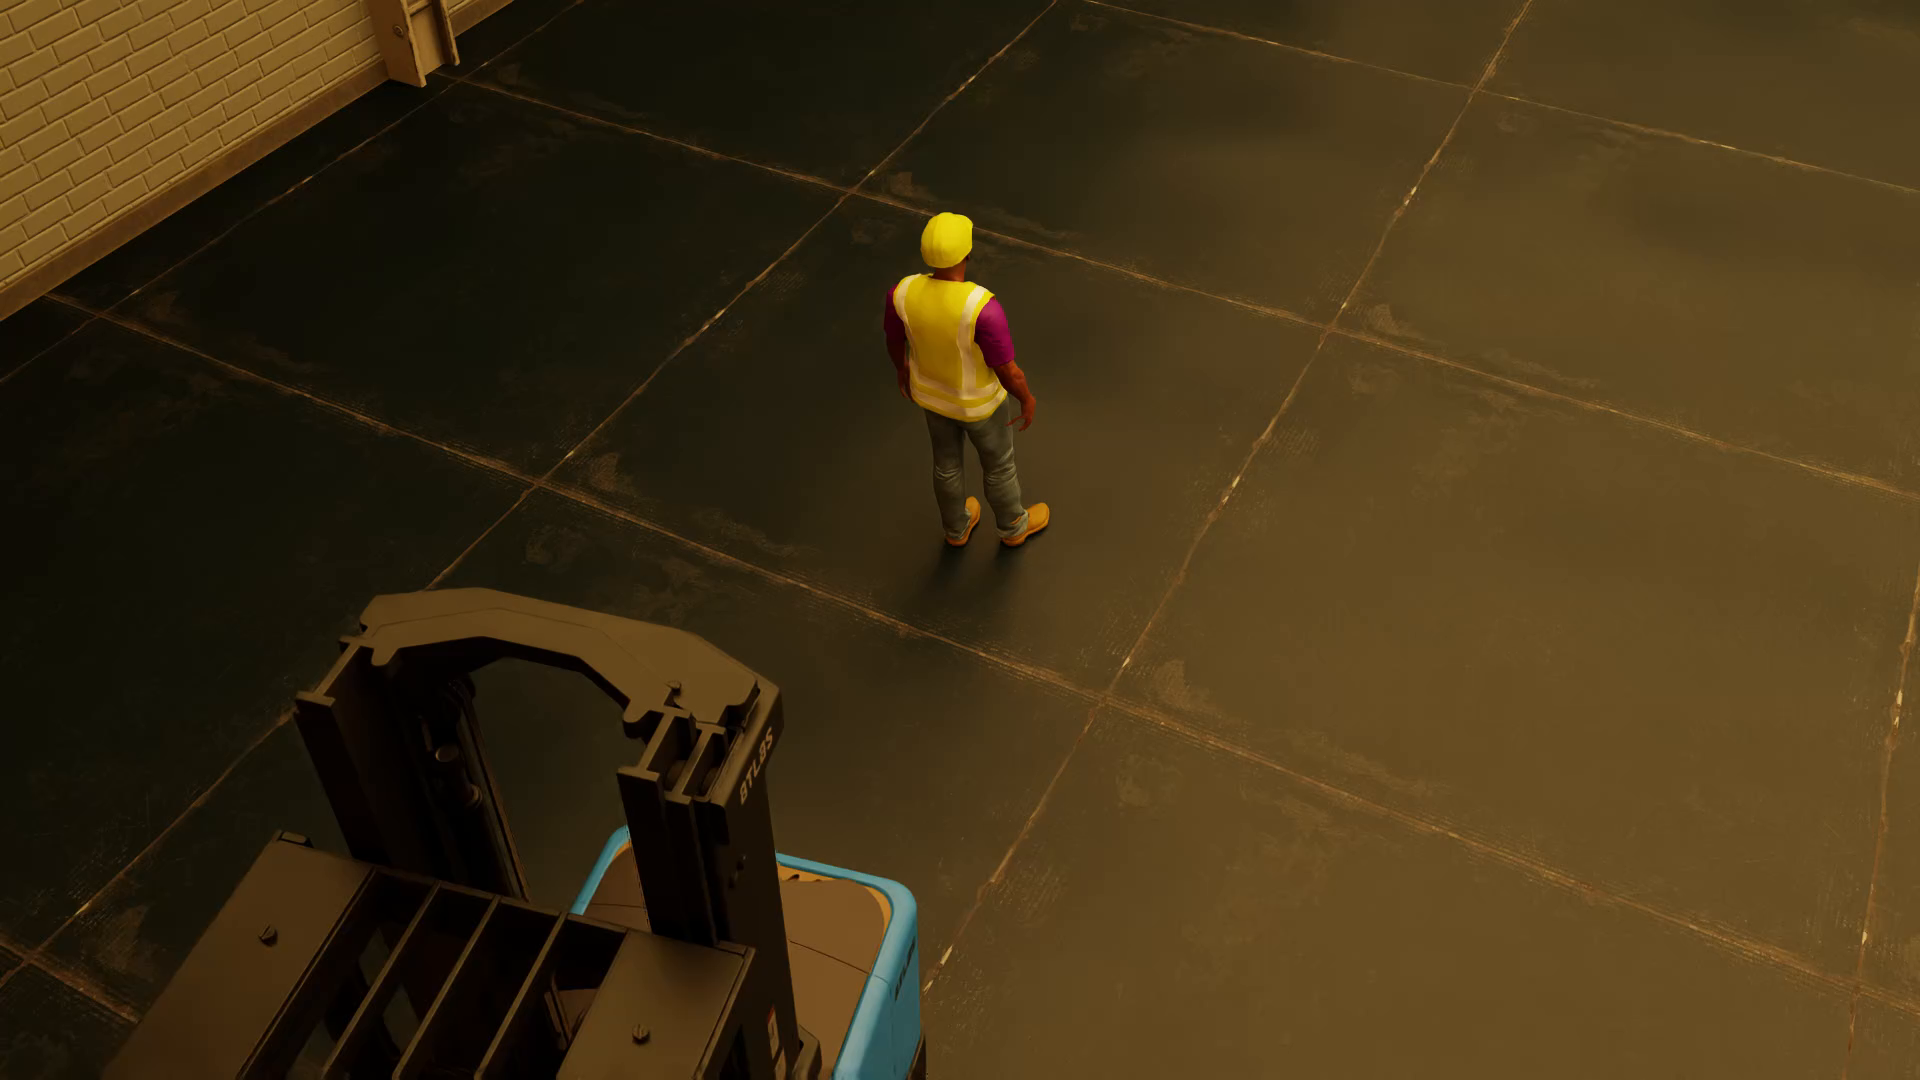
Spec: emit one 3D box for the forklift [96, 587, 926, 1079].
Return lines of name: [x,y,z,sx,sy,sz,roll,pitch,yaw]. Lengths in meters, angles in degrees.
forklift: [-1.008,1.660,3.892,1.130,2.935,3.031,11,44,11]

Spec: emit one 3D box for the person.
person: [0.038,-0.689,7.224,0.665,1.768,0.575,20,47,20]
